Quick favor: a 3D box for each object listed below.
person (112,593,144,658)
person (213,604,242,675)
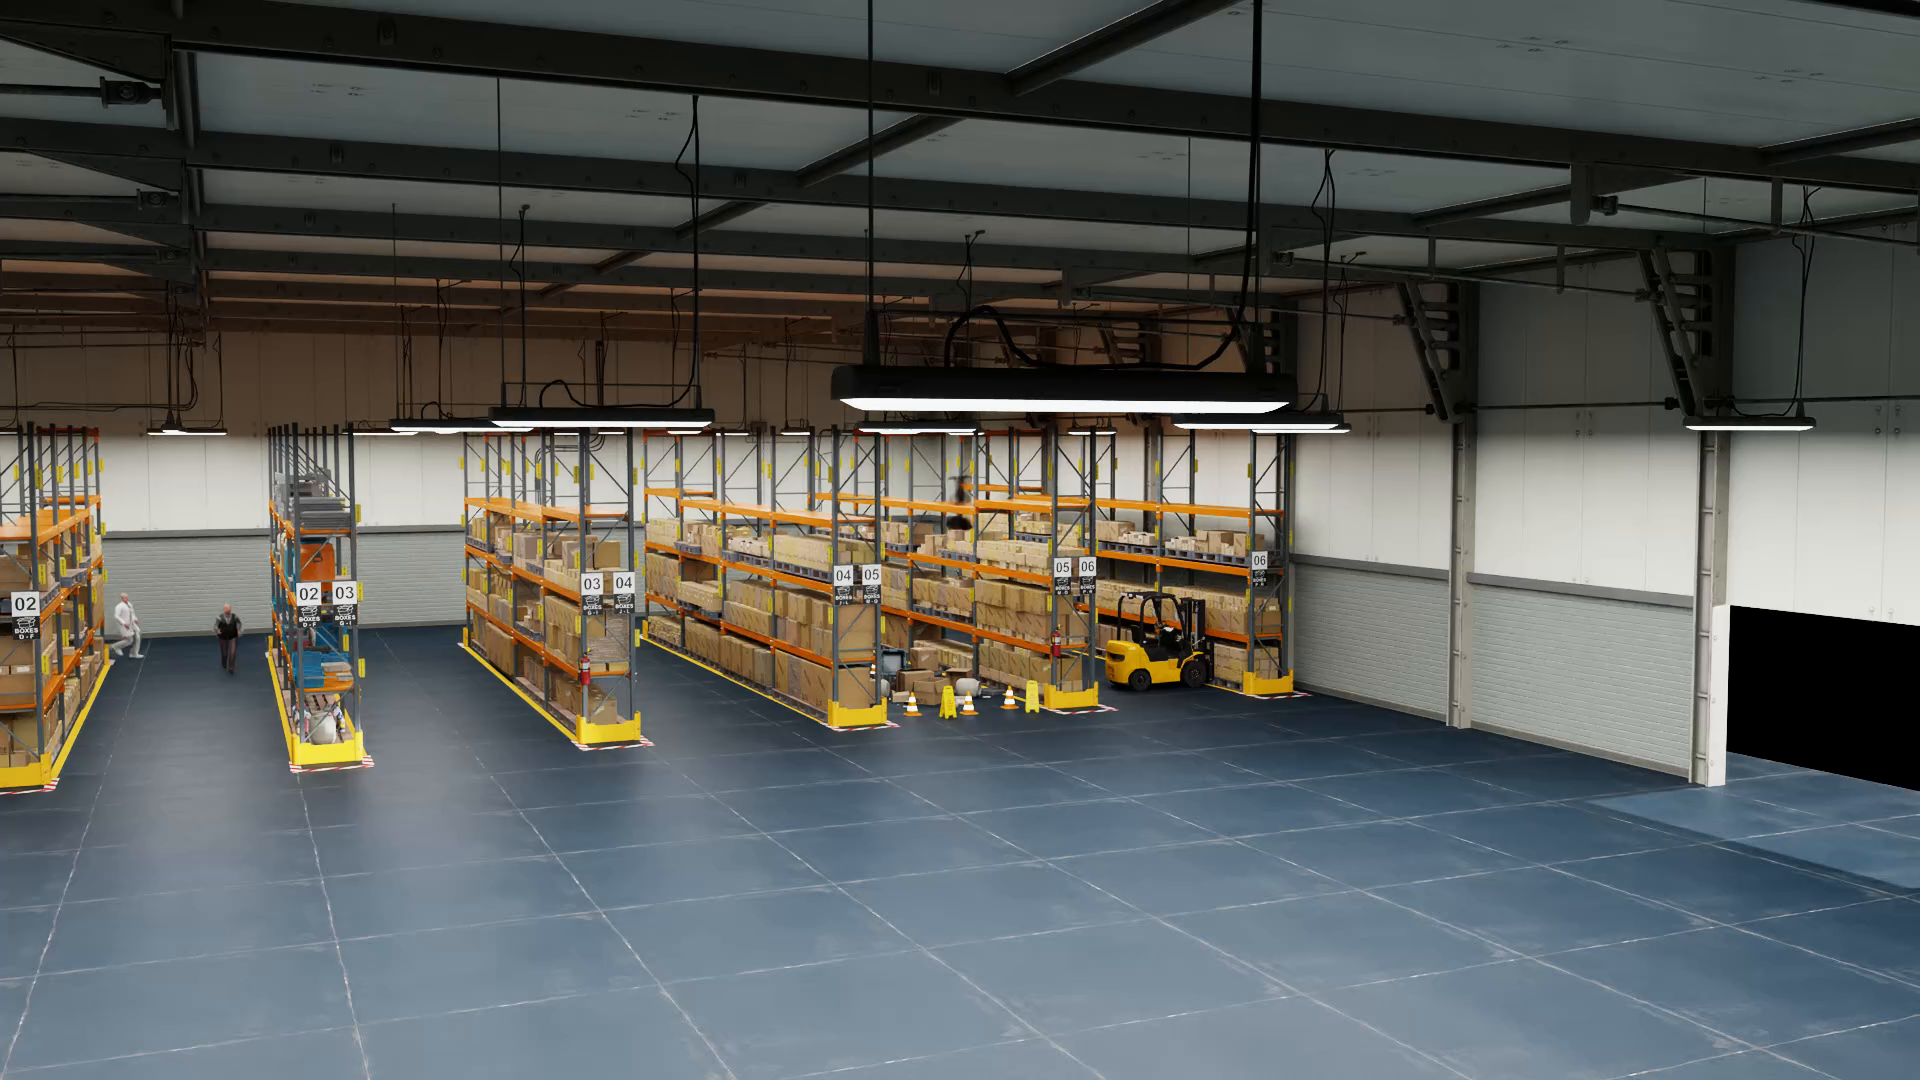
[{"bbox_3d":[-21.695,2.236,43.169,0.746,1.715,0.749,0,4,8],"label":"person"},{"bbox_3d":[-17.837,2.407,40.523,0.650,1.689,0.876,-2,4,-28],"label":"person"}]
